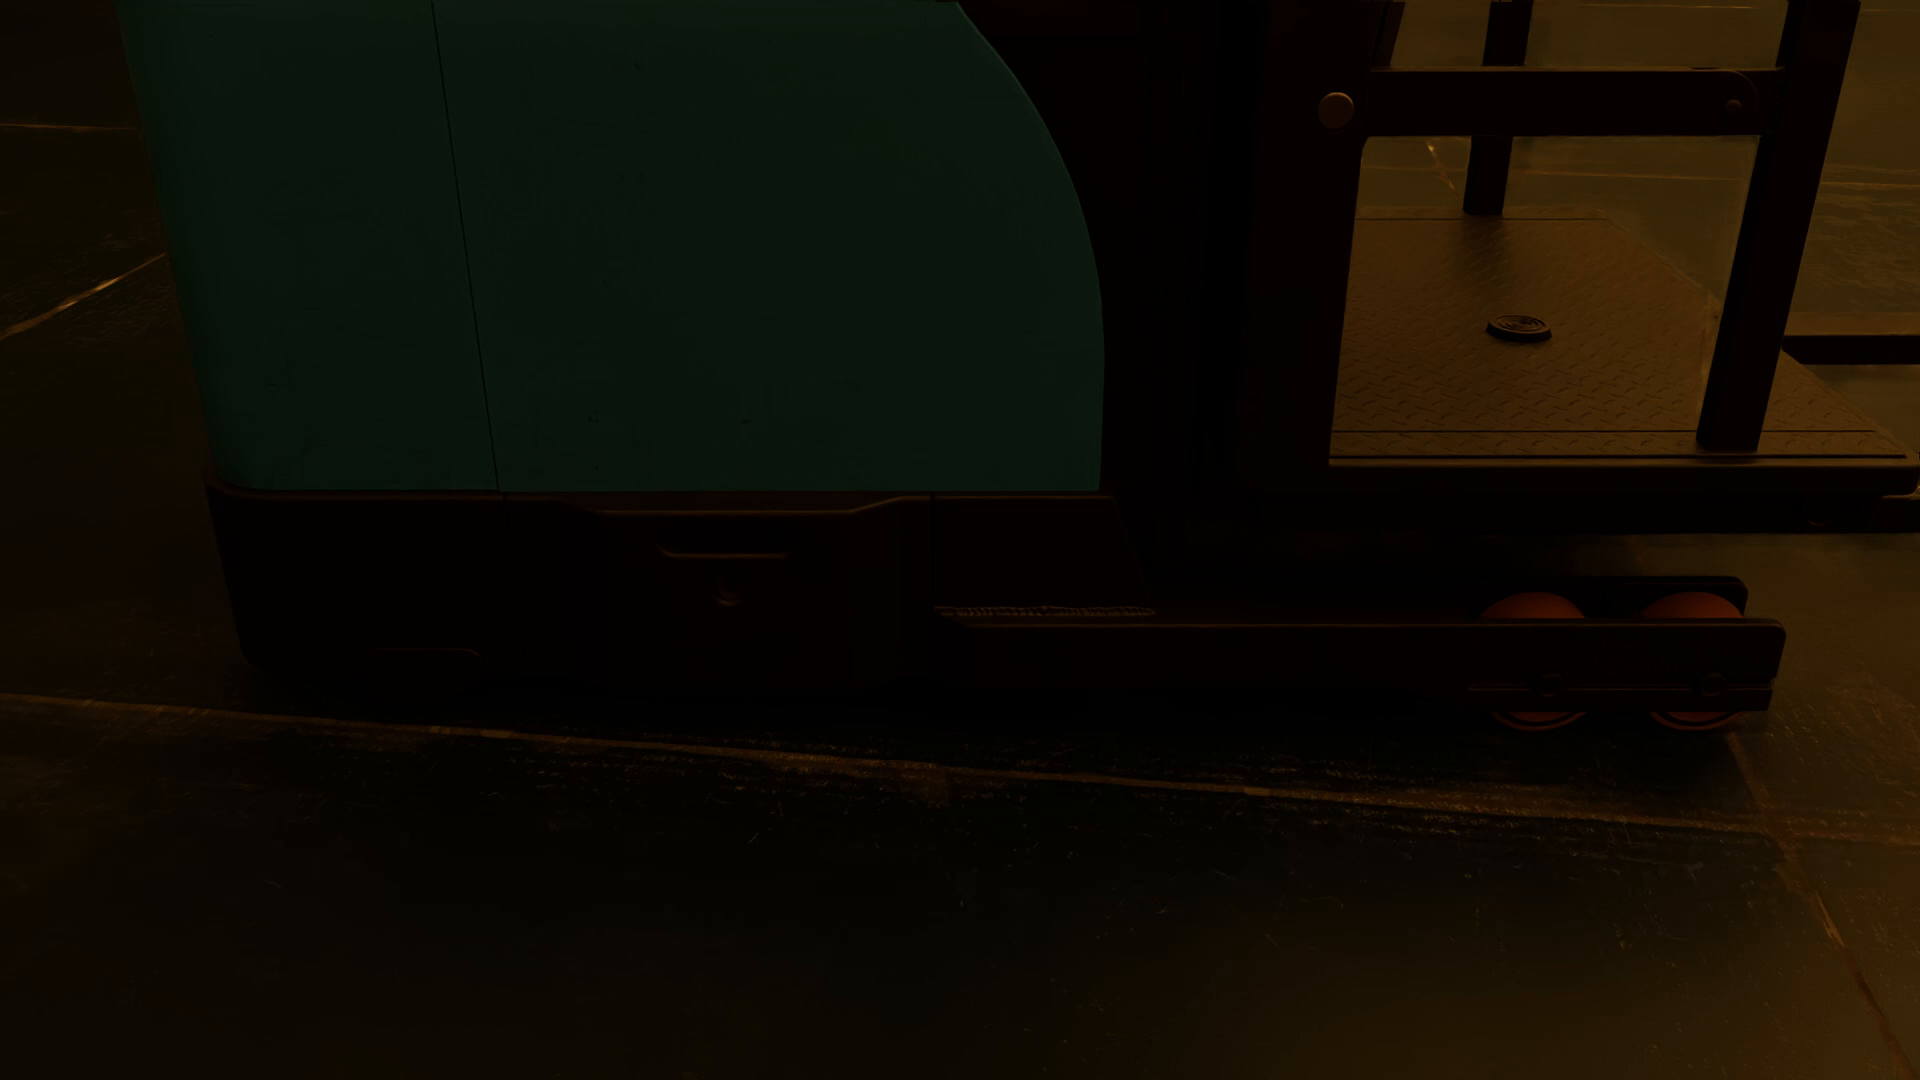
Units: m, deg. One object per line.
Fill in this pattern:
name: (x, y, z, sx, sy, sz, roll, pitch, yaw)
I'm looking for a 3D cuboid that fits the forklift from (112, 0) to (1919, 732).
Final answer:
forklift: (0.613, -1.317, 1.856, 3.031, 2.935, 1.130, 0, 27, 0)
